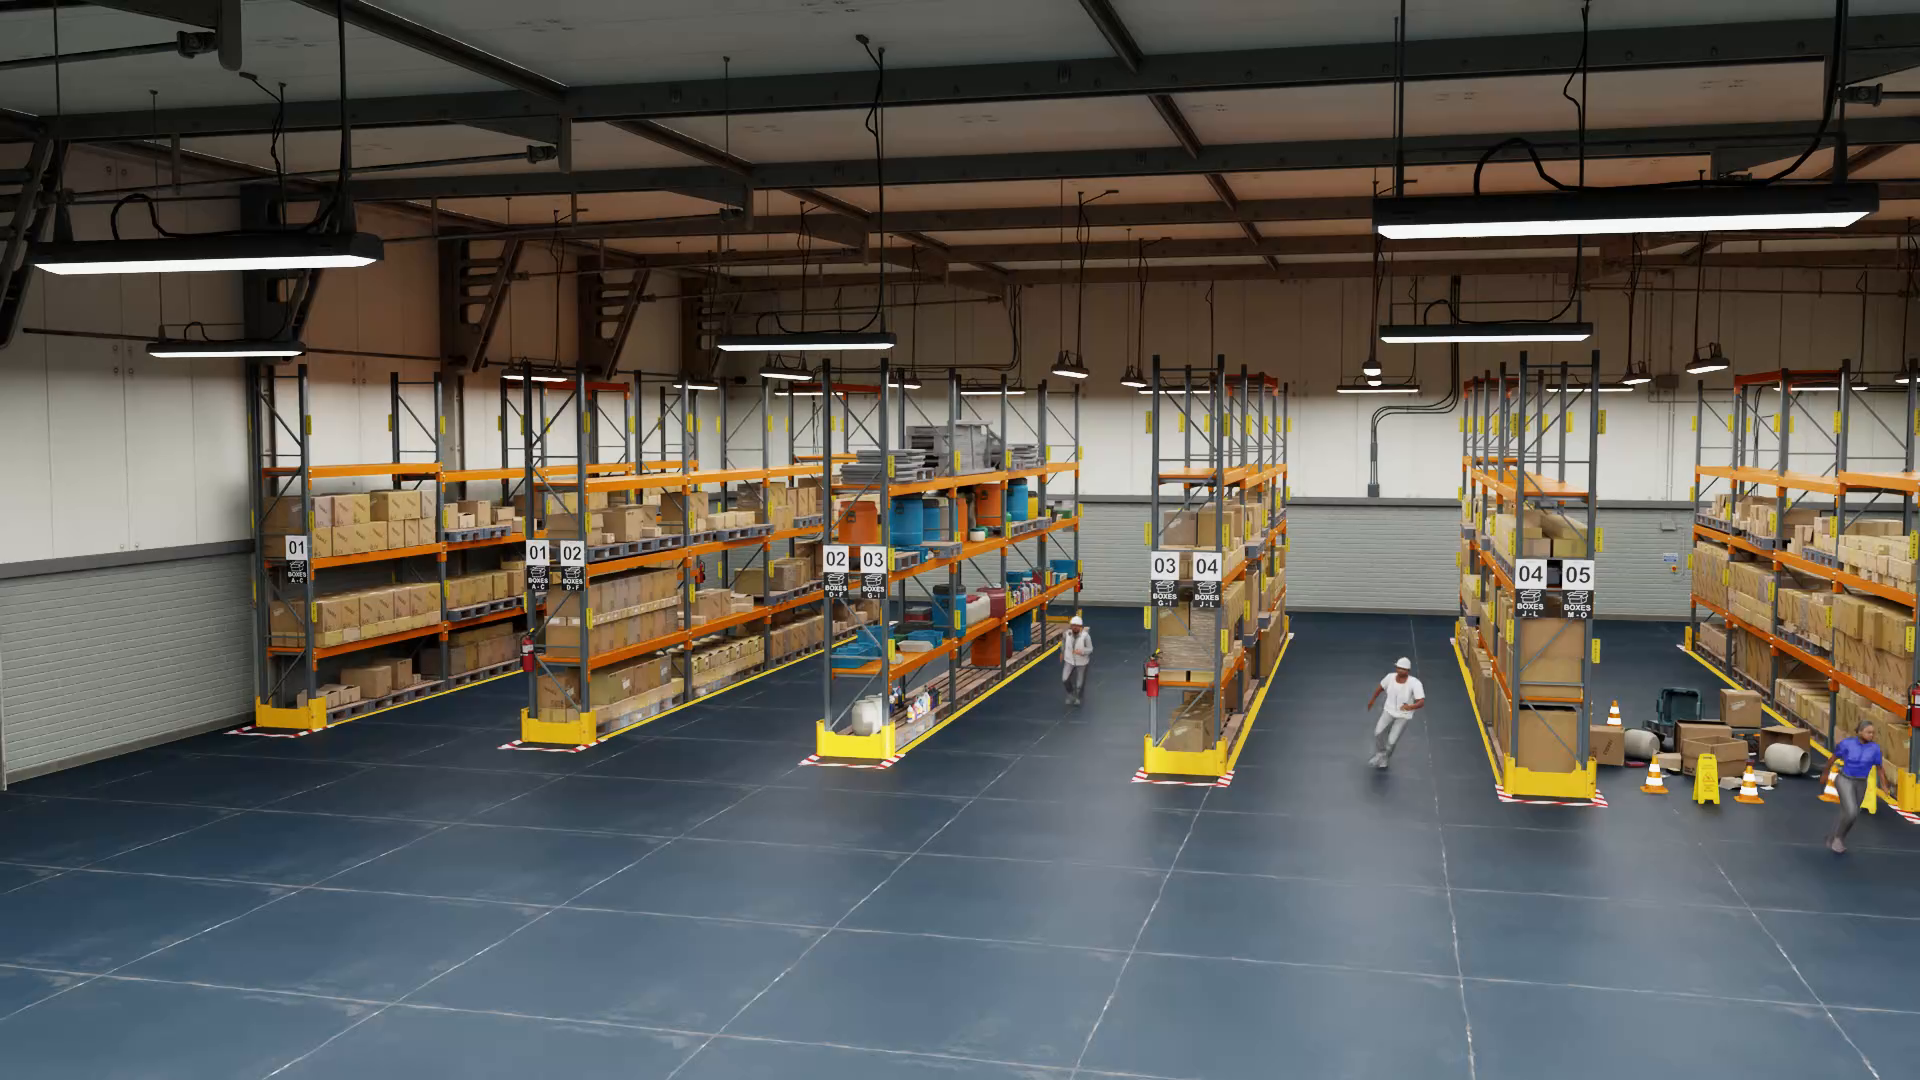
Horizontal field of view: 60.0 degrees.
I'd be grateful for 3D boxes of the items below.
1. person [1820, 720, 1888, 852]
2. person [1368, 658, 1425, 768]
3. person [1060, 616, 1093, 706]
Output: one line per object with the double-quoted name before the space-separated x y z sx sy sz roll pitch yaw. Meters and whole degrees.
"person" 10.426 2.868 19.349 0.516 1.585 0.769 0 4 -5
"person" 6.281 2.515 24.054 0.879 1.646 0.729 2 4 25
"person" 2.046 2.140 29.347 0.653 1.645 0.960 1 4 13
